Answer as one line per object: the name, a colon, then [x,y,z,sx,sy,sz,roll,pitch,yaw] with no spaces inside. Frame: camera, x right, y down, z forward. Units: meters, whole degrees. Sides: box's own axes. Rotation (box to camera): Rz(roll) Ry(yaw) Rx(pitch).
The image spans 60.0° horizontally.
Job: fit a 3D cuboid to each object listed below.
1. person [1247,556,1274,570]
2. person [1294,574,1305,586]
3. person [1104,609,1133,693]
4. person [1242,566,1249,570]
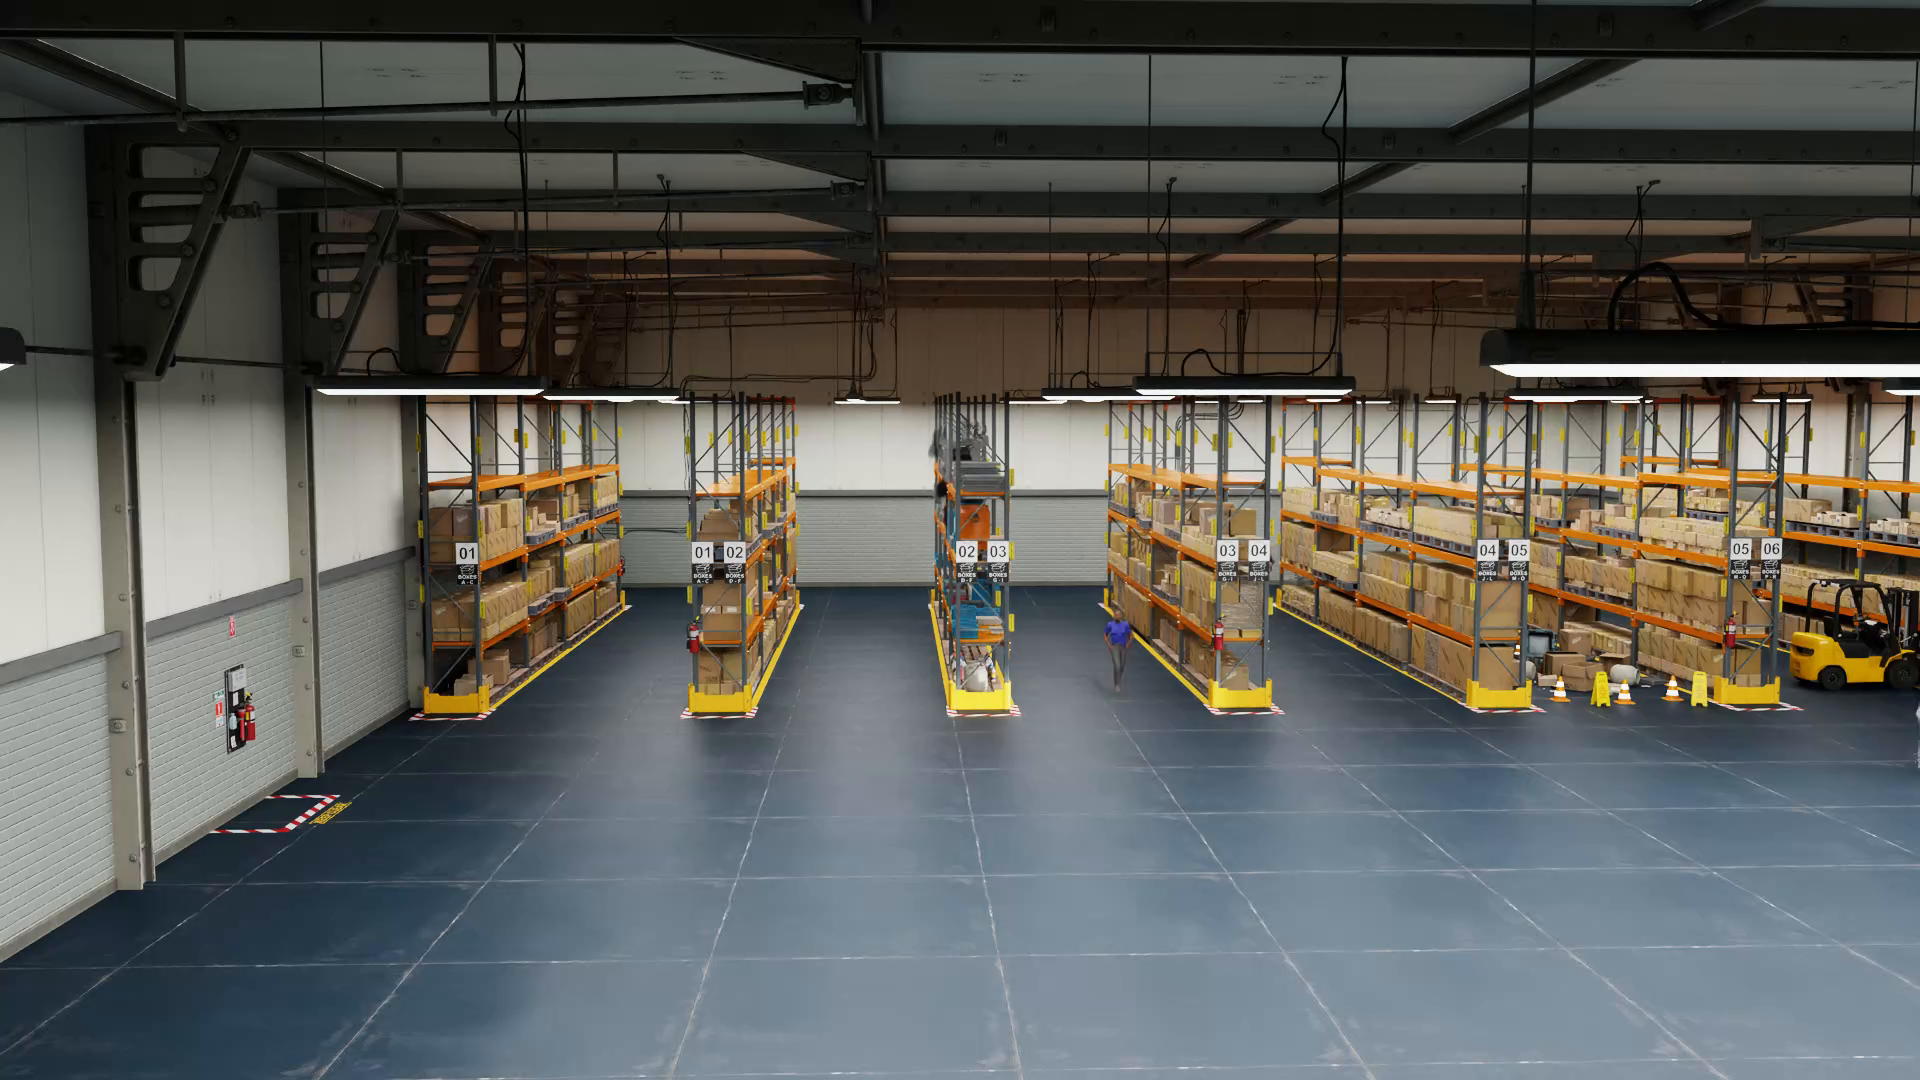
person: [8.694,0.983,48.437,0.762,1.805,0.769,-4,6,-42]
person: [10.045,1.041,48.850,0.725,1.575,0.578,3,5,29]
person: [3.201,2.226,33.648,0.598,1.675,0.723,0,5,-4]
person: [7.884,1.102,47.106,0.826,1.771,0.944,1,5,12]
